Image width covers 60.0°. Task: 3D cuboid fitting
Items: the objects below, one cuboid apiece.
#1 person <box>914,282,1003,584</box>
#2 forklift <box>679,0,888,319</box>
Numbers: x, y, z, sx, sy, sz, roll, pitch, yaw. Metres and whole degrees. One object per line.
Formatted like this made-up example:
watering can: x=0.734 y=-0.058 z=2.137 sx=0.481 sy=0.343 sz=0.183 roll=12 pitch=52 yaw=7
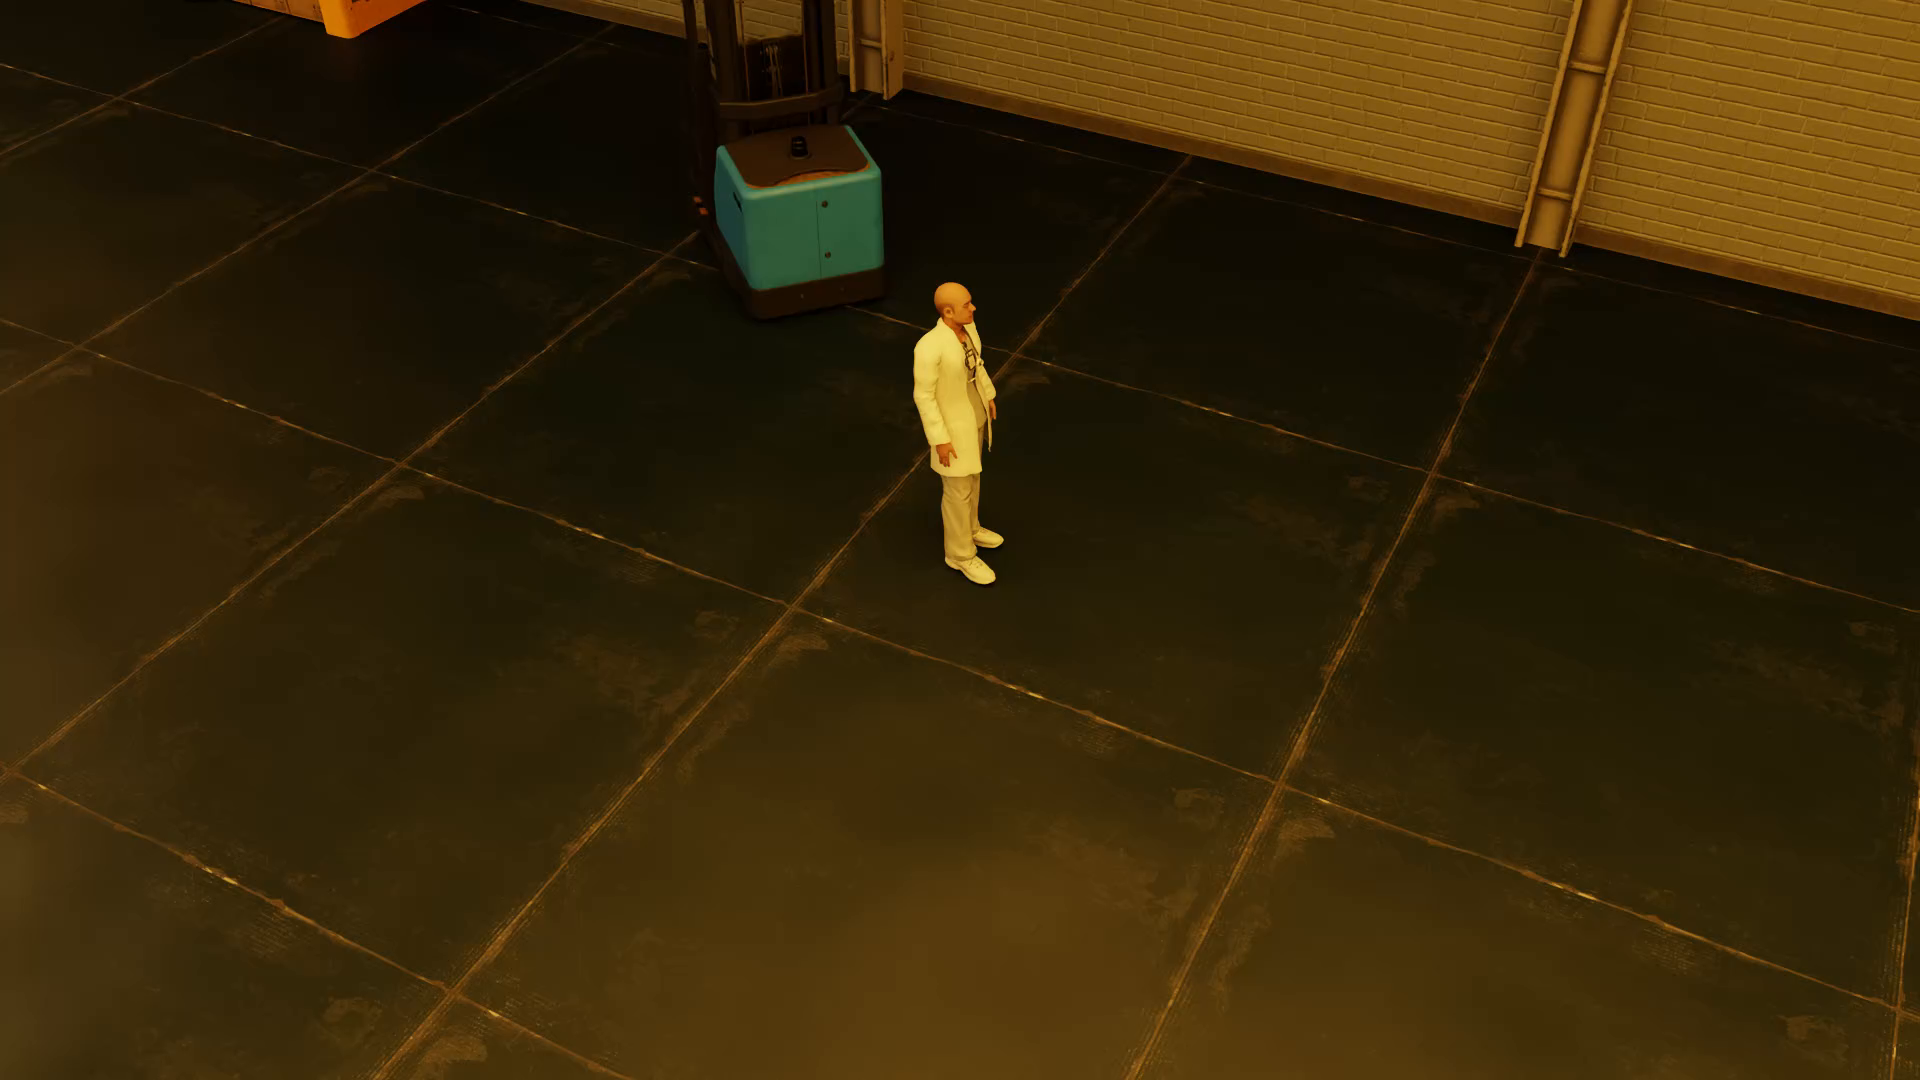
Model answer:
person: x=0.079 y=-0.656 z=9.649 sx=0.578 sy=1.777 sz=0.698 roll=18 pitch=43 yaw=21
forklift: x=-1.526 y=-3.678 z=12.353 sx=1.130 sy=2.935 sz=3.031 roll=-13 pitch=42 yaw=-15
